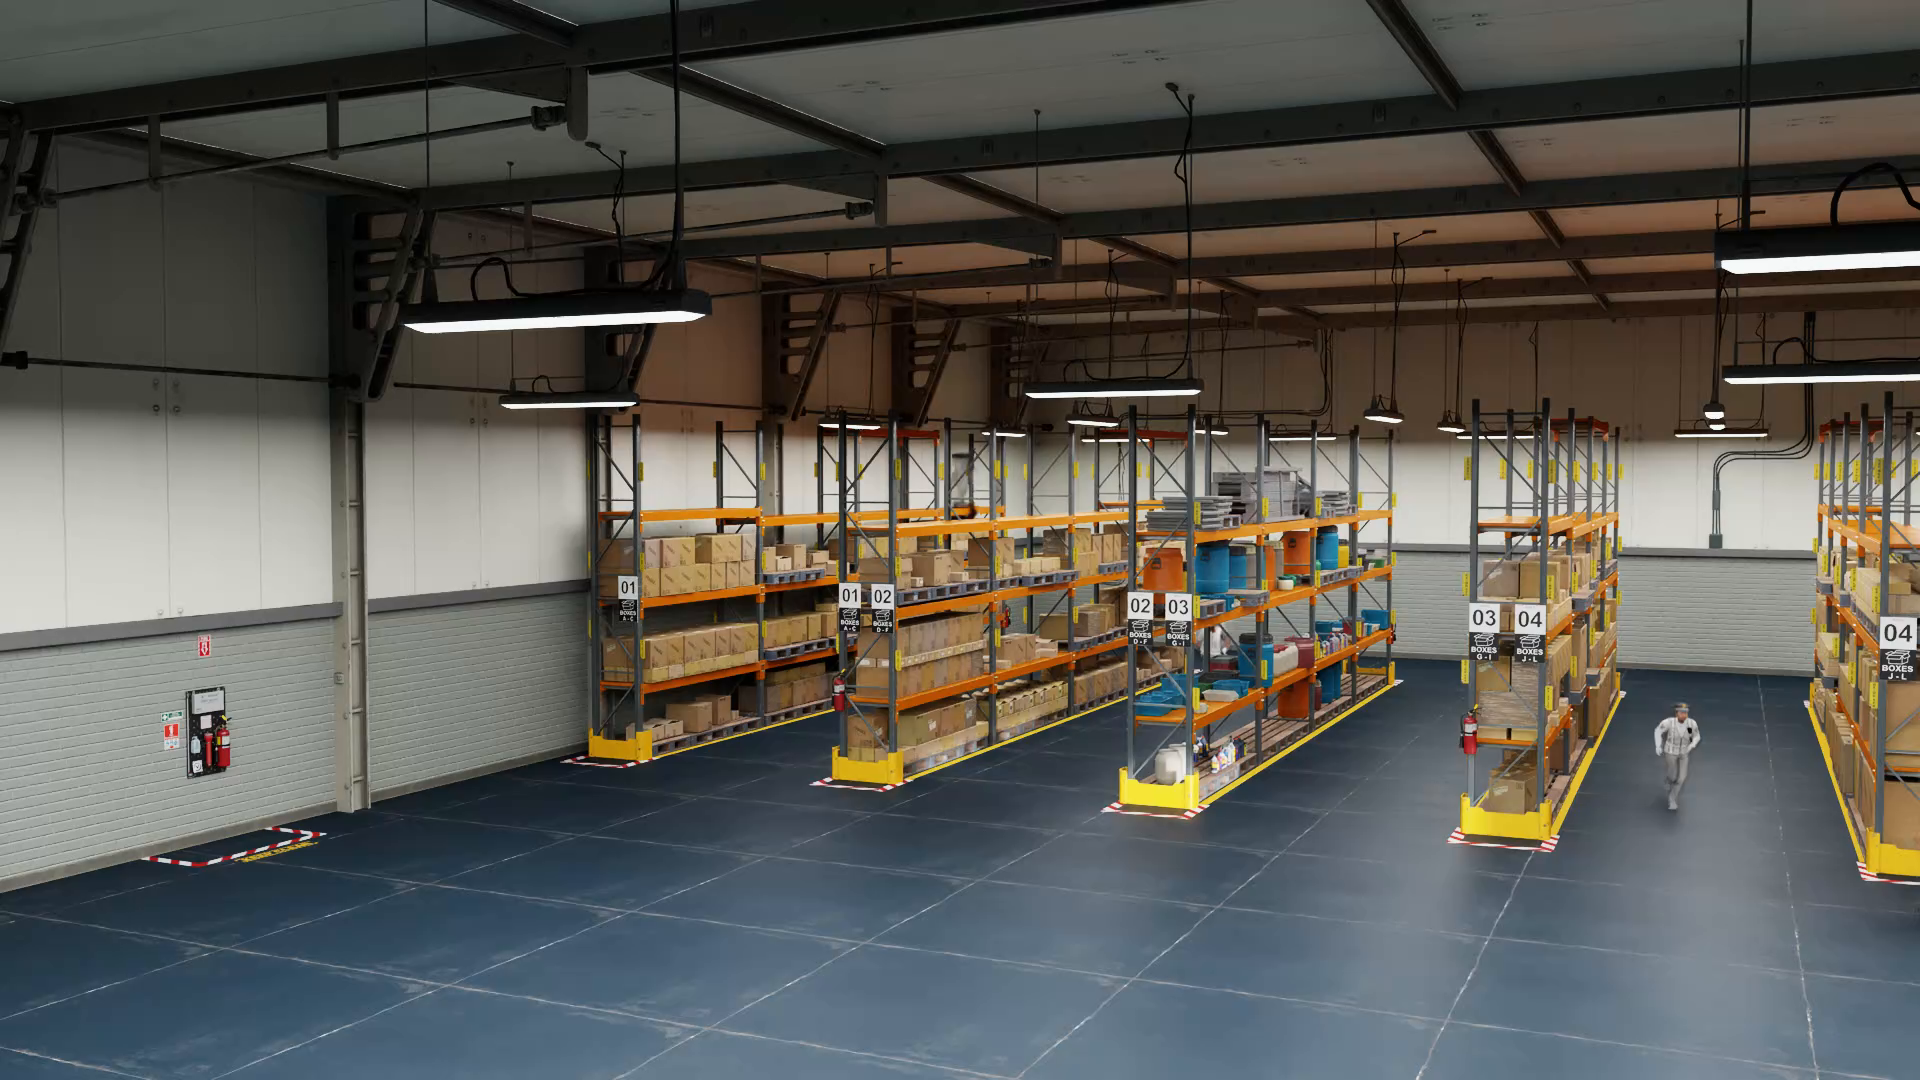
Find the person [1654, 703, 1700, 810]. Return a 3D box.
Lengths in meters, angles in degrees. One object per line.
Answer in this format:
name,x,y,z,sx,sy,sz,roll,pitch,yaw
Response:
person,10.670,3.197,24.755,0.608,1.620,0.693,0,2,6

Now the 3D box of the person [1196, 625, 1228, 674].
person,5.594,2.556,36.981,0.708,1.716,0.723,1,2,12
